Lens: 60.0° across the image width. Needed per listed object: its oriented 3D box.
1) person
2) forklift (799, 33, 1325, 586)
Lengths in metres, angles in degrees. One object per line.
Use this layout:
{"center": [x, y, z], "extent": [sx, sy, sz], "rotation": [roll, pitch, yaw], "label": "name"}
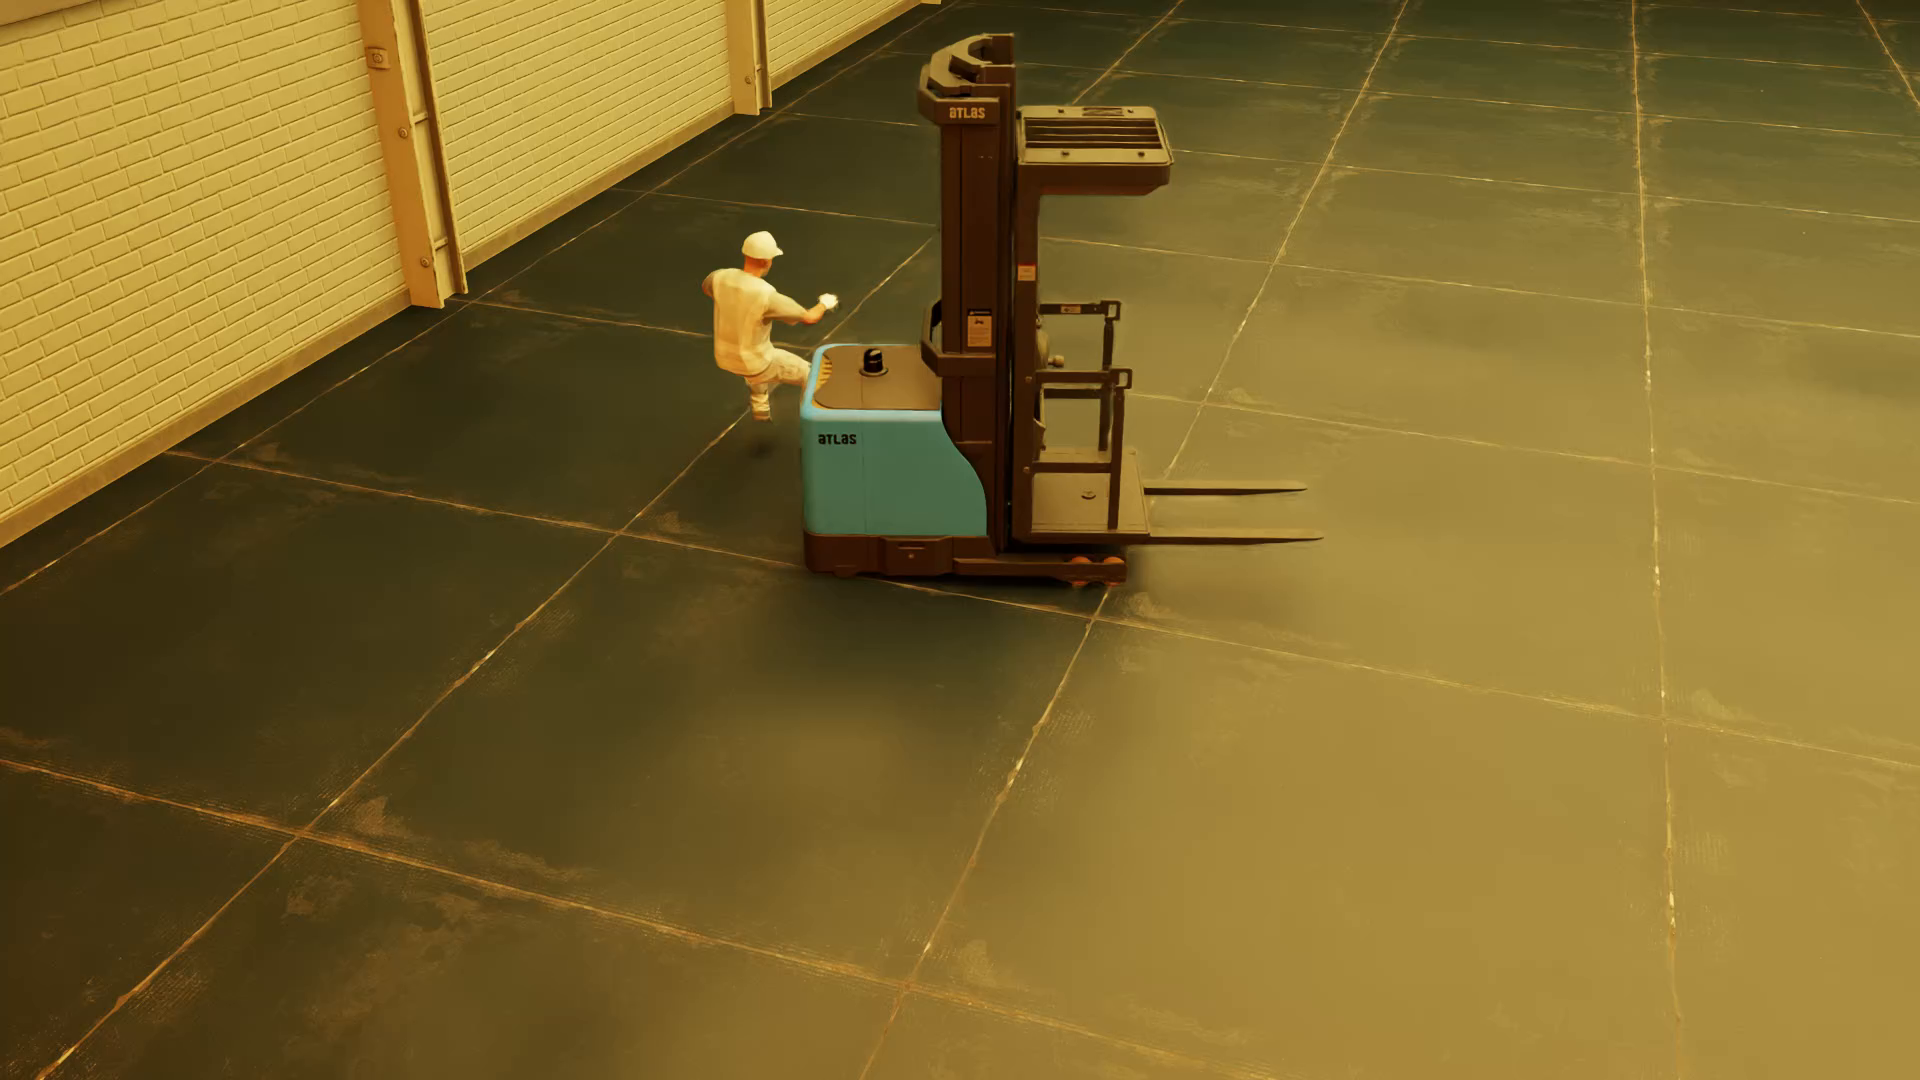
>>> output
{"center": [-1.235, -1.305, 10.870], "extent": [0.865, 1.577, 0.778], "rotation": [15, 33, 25], "label": "person"}
{"center": [0.615, -1.274, 9.371], "extent": [3.031, 2.935, 1.130], "rotation": [1, 30, 1], "label": "forklift"}
